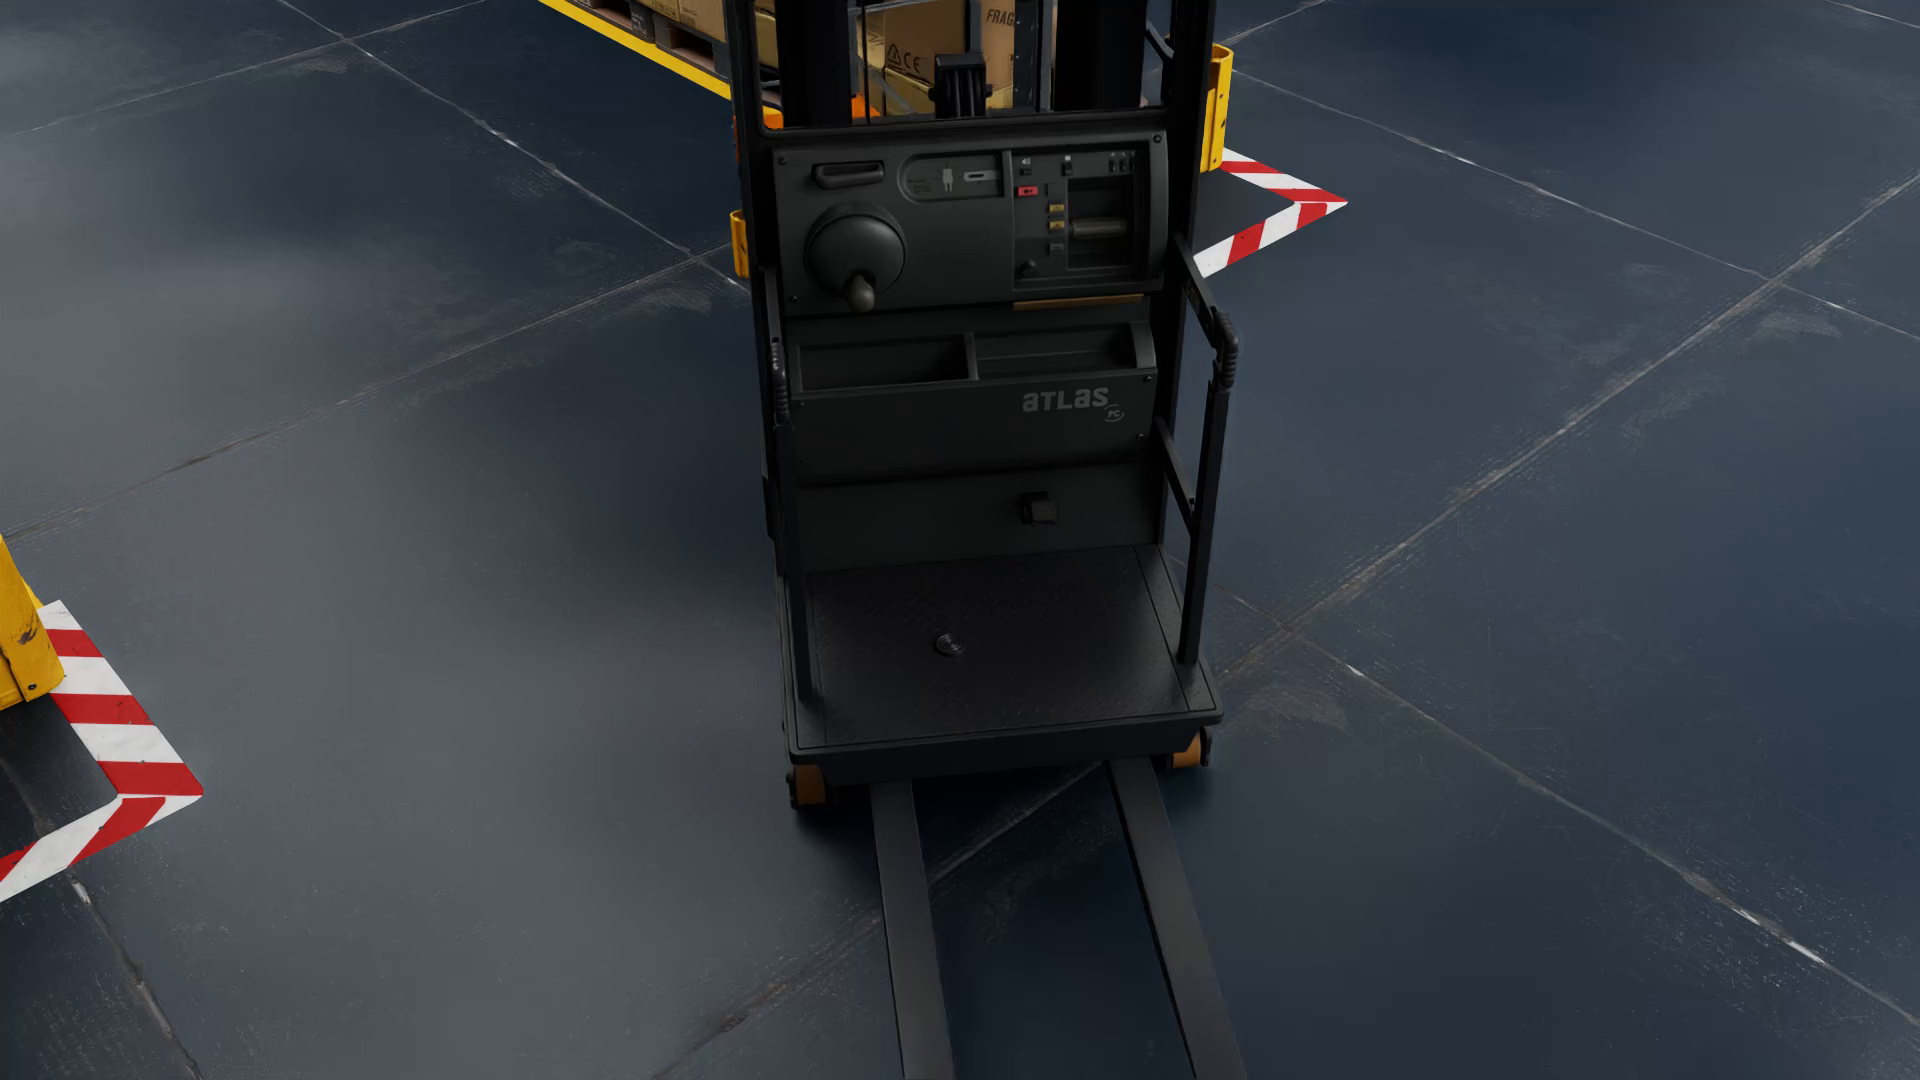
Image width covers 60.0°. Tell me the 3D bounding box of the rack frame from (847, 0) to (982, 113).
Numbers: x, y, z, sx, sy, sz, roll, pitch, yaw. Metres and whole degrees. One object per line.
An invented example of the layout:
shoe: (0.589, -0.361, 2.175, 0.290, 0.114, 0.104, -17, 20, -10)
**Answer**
rack frame: (-0.161, -1.138, 5.465, 0.500, 1.500, 0.032, -17, 42, -20)

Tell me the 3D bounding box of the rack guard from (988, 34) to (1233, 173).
rack guard: (0.629, -1.683, 6.936, 1.175, 0.500, 0.348, -30, 48, -32)

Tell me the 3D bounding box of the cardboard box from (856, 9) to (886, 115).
cardboard box: (-0.314, -2.109, 7.328, 0.500, 0.250, 0.500, -30, 48, -32)

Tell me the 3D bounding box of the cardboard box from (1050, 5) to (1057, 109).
cardboard box: (0.414, -2.103, 7.321, 0.500, 0.250, 0.500, -30, 48, -32)

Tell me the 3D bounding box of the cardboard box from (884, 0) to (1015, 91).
cardboard box: (0.031, -2.174, 6.811, 0.500, 0.500, 0.500, -30, 48, -32)

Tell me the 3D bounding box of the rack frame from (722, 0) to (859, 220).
rack frame: (-0.612, -1.710, 6.174, 0.500, 1.500, 0.032, -17, 42, -20)

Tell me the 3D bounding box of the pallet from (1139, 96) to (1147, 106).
pallet: (0.065, -1.918, 7.457, 1.003, 0.211, 1.213, -30, 48, -32)

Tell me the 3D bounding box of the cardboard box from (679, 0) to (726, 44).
cardboard box: (-0.991, -2.572, 7.901, 0.500, 0.250, 0.500, -30, 48, -32)

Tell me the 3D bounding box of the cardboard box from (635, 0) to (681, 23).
cardboard box: (-1.333, -2.801, 8.185, 0.500, 0.250, 0.500, -30, 48, -32)

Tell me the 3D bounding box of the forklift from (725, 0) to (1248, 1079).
forklift: (0.063, -0.680, 3.759, 1.130, 2.935, 3.031, -5, 39, -6)

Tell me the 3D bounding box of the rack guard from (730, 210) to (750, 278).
rack guard: (-0.612, -1.223, 6.566, 0.587, 0.250, 0.087, -17, 42, -20)

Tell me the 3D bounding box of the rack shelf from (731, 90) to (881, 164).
rack shelf: (-0.387, -1.284, 5.932, 0.538, 0.185, 1.000, -17, 42, -20)

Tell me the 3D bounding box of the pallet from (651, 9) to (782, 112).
pallet: (-0.756, -2.482, 8.155, 1.003, 0.211, 1.213, -30, 48, -32)

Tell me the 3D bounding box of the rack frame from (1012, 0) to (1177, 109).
rack frame: (0.613, -2.667, 6.164, 1.000, 3.000, 0.127, -30, 48, -32)

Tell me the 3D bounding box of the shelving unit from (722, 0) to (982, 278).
shelving unit: (-0.391, -1.429, 5.826, 0.587, 1.500, 1.083, -17, 42, -20)

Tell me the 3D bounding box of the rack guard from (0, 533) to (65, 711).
rack guard: (-3.085, 0.378, 4.385, 1.175, 0.500, 0.348, -30, 48, -32)

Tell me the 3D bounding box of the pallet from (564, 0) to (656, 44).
pallet: (-1.585, -3.047, 8.855, 1.003, 0.211, 1.213, -30, 48, -32)

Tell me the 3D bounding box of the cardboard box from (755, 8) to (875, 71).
cardboard box: (-0.654, -2.340, 7.614, 0.500, 0.250, 0.500, -30, 48, -32)

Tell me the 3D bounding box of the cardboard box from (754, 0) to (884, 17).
cardboard box: (-0.656, -2.630, 7.377, 0.500, 0.500, 0.500, -30, 48, -32)

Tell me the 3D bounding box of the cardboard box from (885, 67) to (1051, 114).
cardboard box: (0.033, -1.883, 7.048, 0.500, 0.250, 0.500, -30, 48, -32)
